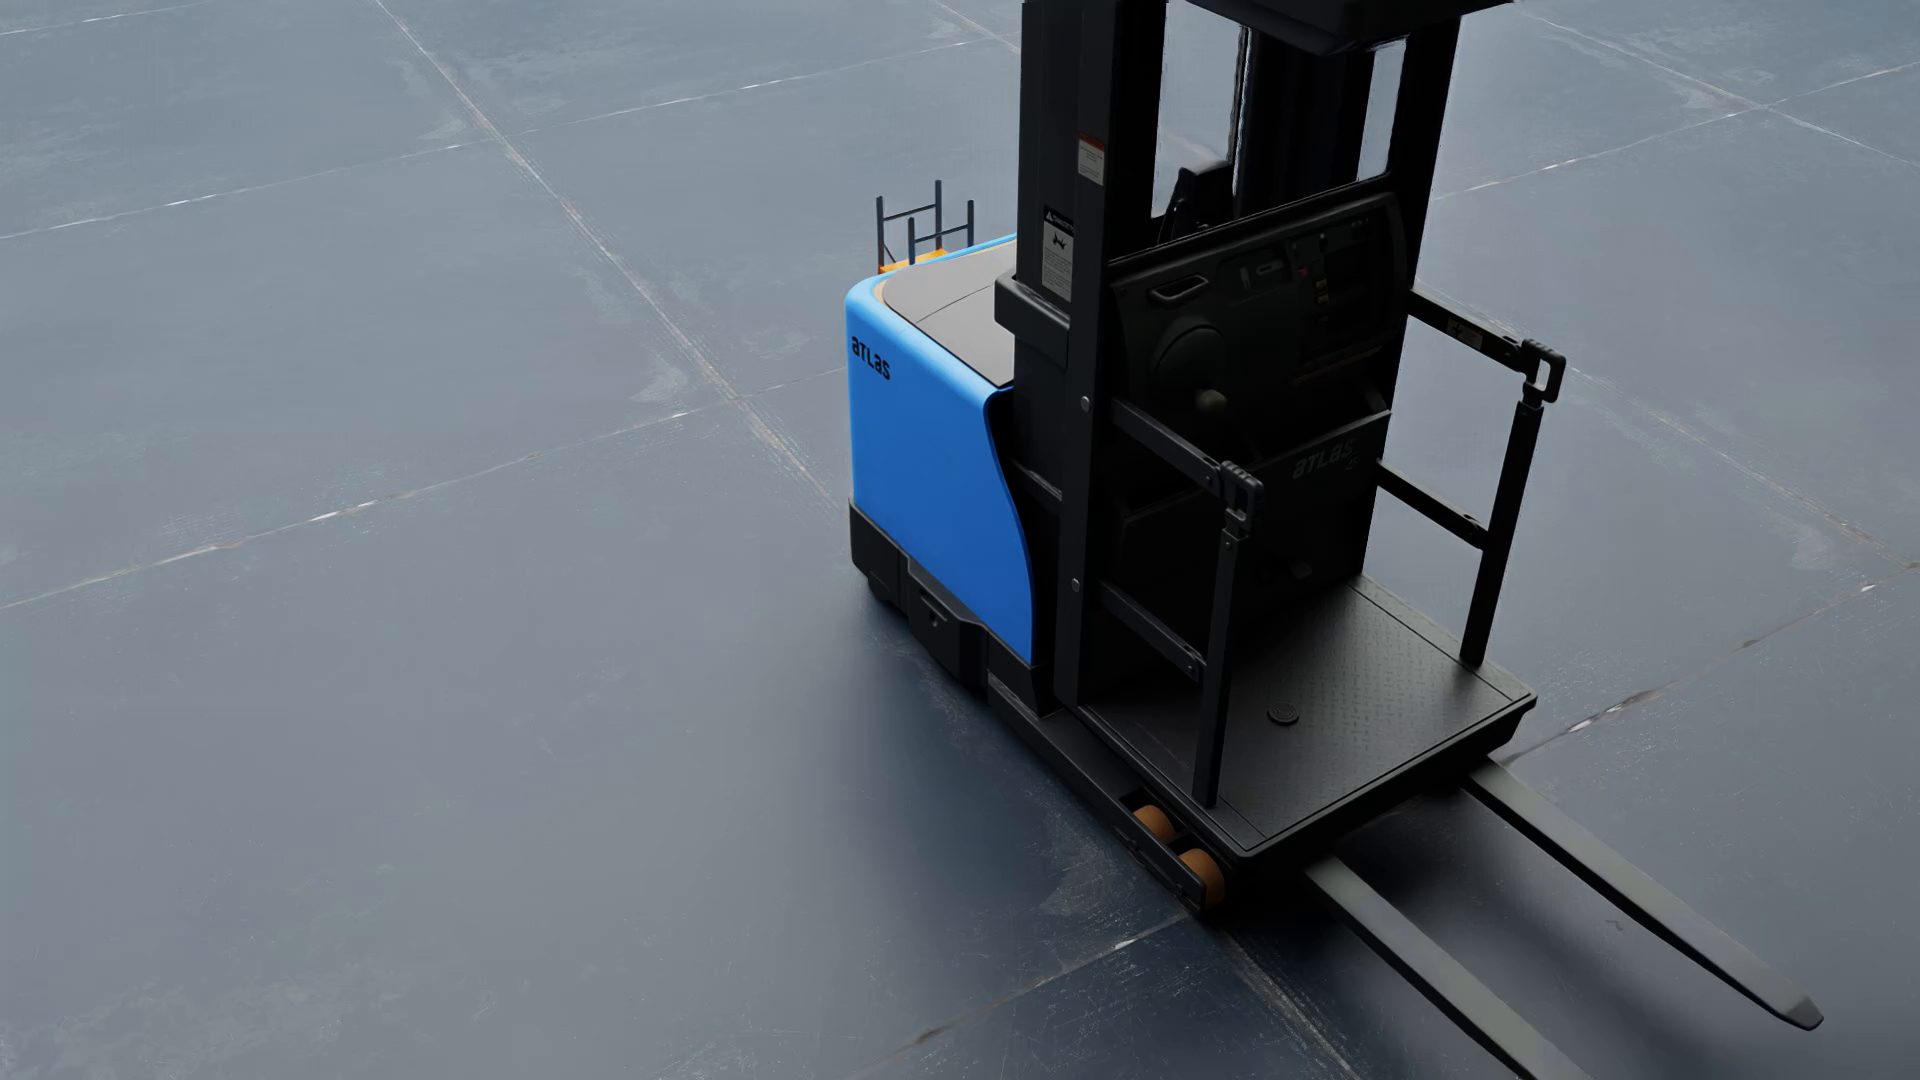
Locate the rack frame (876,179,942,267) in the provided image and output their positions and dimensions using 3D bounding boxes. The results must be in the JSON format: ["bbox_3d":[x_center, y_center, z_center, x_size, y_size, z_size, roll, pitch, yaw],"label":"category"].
[{"bbox_3d":[-0.161,-0.622,5.585,0.240,1.200,0.006,-22,41,-27],"label":"rack frame"}]

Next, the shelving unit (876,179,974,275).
[{"bbox_3d":[-0.109,-0.578,5.524,0.258,1.200,0.189,-22,41,-27],"label":"shelving unit"}]

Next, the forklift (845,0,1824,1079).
[{"bbox_3d":[0.879,-0.523,3.981,1.130,2.935,3.031,-22,41,-27],"label":"forklift"}]

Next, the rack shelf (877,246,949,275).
[{"bbox_3d":[-0.109,-0.832,5.337,0.258,0.103,0.180,-22,41,-27],"label":"rack shelf"}]

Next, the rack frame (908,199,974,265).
[{"bbox_3d":[-0.058,-0.533,5.462,0.240,1.200,0.006,-22,41,-27],"label":"rack frame"}]
